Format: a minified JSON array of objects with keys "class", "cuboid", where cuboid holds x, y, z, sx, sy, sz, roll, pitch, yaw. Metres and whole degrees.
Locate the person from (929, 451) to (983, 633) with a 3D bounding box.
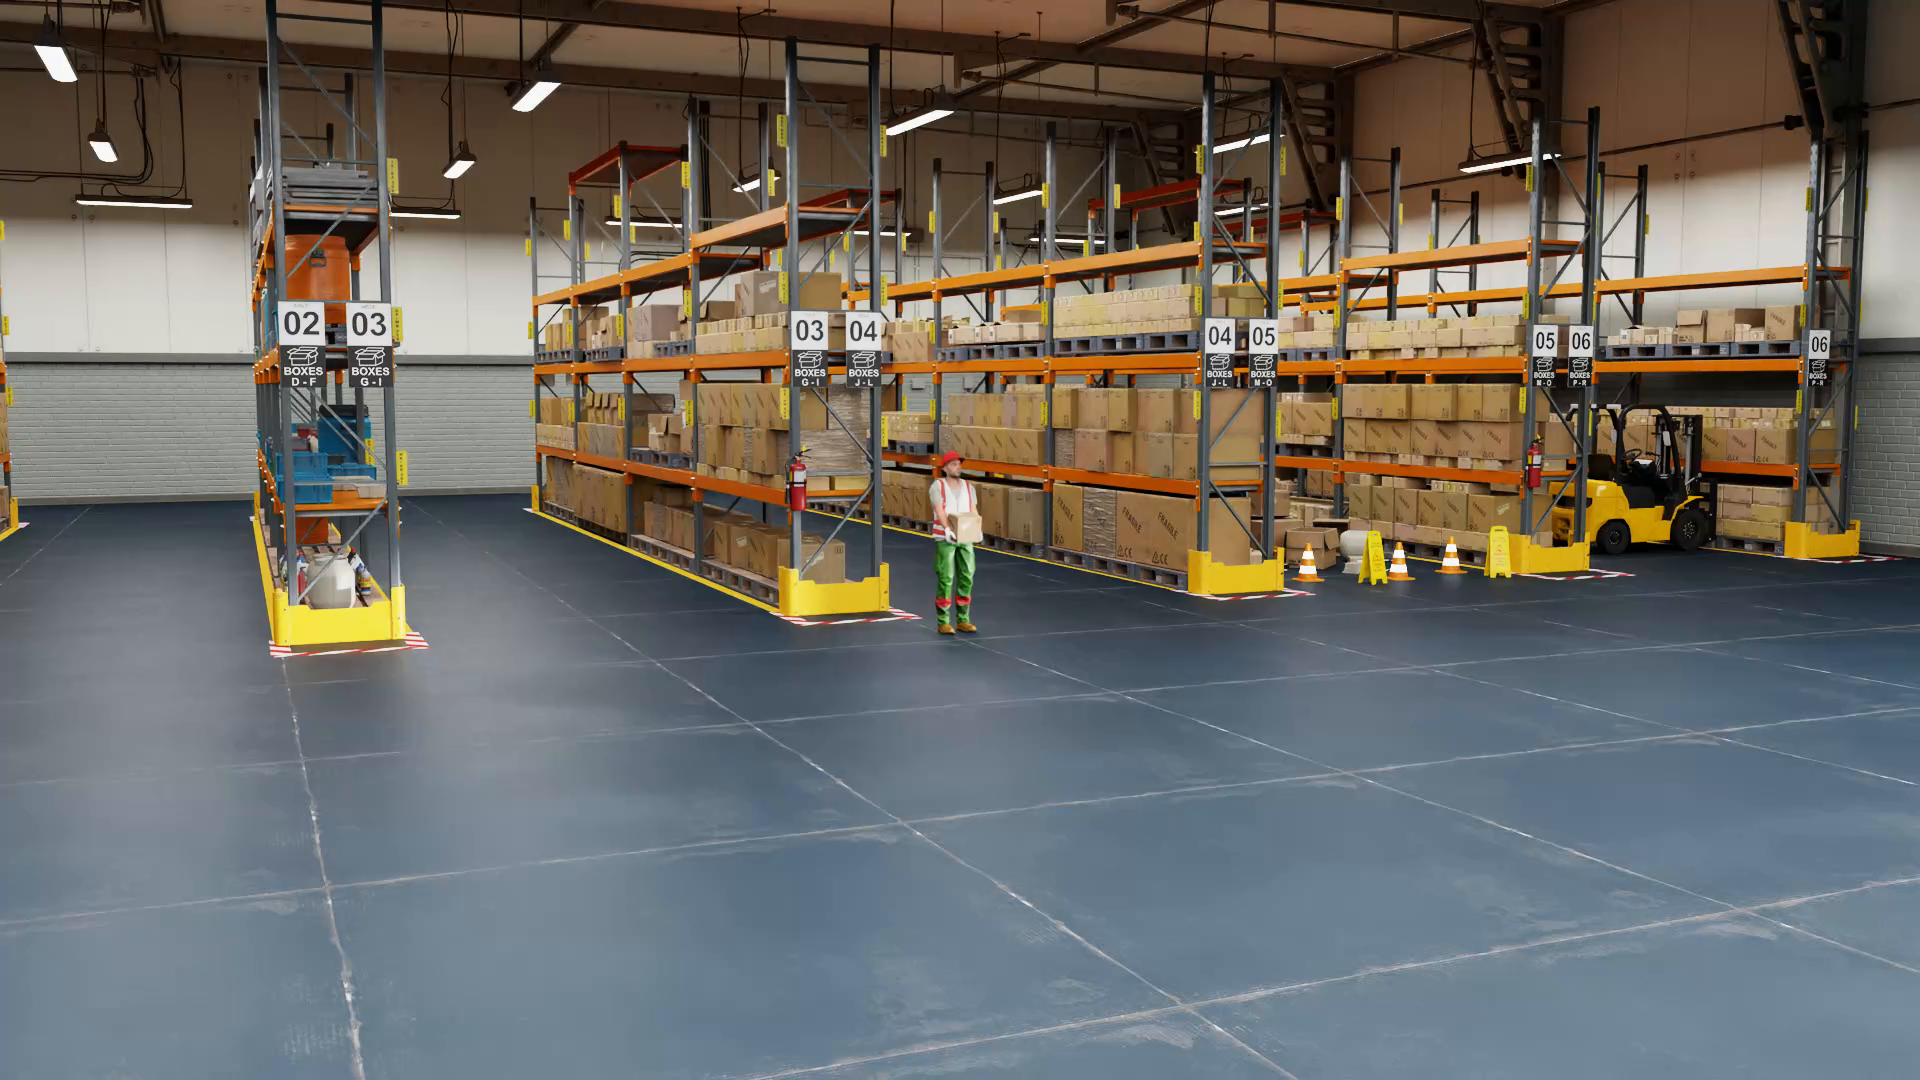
[{"class":"person","cuboid":[-0.020,0.023,16.335,0.500,1.787,0.560,-2,6,-24]}]
